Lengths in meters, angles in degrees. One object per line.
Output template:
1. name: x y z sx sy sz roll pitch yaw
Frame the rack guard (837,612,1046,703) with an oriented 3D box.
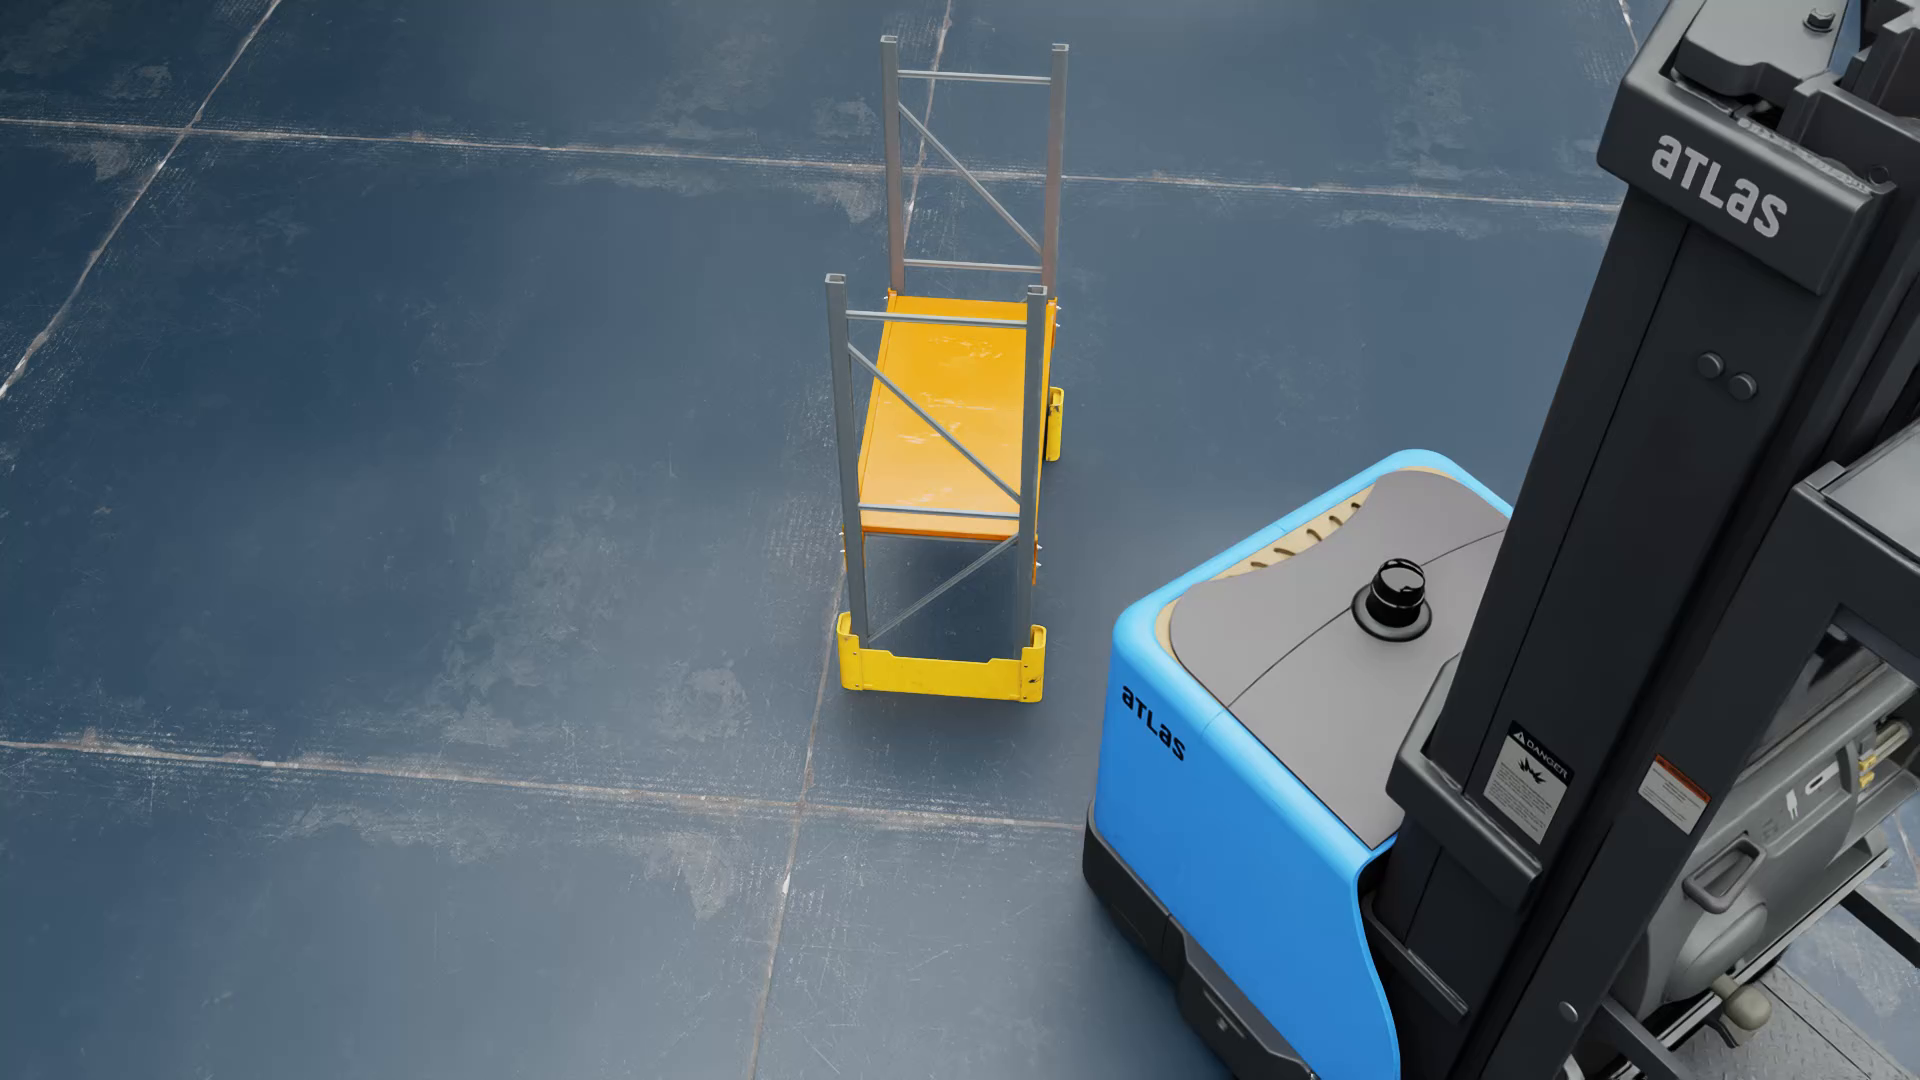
1. rack guard: -0.052 0.338 4.772 0.587 0.250 0.087 4 48 4

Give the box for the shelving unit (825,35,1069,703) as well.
1. shelving unit: -0.007 -0.450 4.645 0.587 1.500 1.083 4 48 4

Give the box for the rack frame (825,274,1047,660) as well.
1. rack frame: -0.054 -0.070 4.298 0.500 1.500 0.032 4 48 4

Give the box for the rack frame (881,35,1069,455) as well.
1. rack frame: 0.039 -0.817 4.981 0.500 1.500 0.032 4 48 4

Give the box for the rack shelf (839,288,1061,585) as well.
1. rack shelf: -0.008 -0.322 4.772 0.538 0.185 1.000 4 48 4

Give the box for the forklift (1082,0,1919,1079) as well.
1. forklift: 1.587 0.582 2.732 1.130 2.935 3.031 -28 53 -23

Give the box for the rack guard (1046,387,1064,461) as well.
1. rack guard: 0.038 -0.394 5.441 0.587 0.250 0.087 4 48 4
